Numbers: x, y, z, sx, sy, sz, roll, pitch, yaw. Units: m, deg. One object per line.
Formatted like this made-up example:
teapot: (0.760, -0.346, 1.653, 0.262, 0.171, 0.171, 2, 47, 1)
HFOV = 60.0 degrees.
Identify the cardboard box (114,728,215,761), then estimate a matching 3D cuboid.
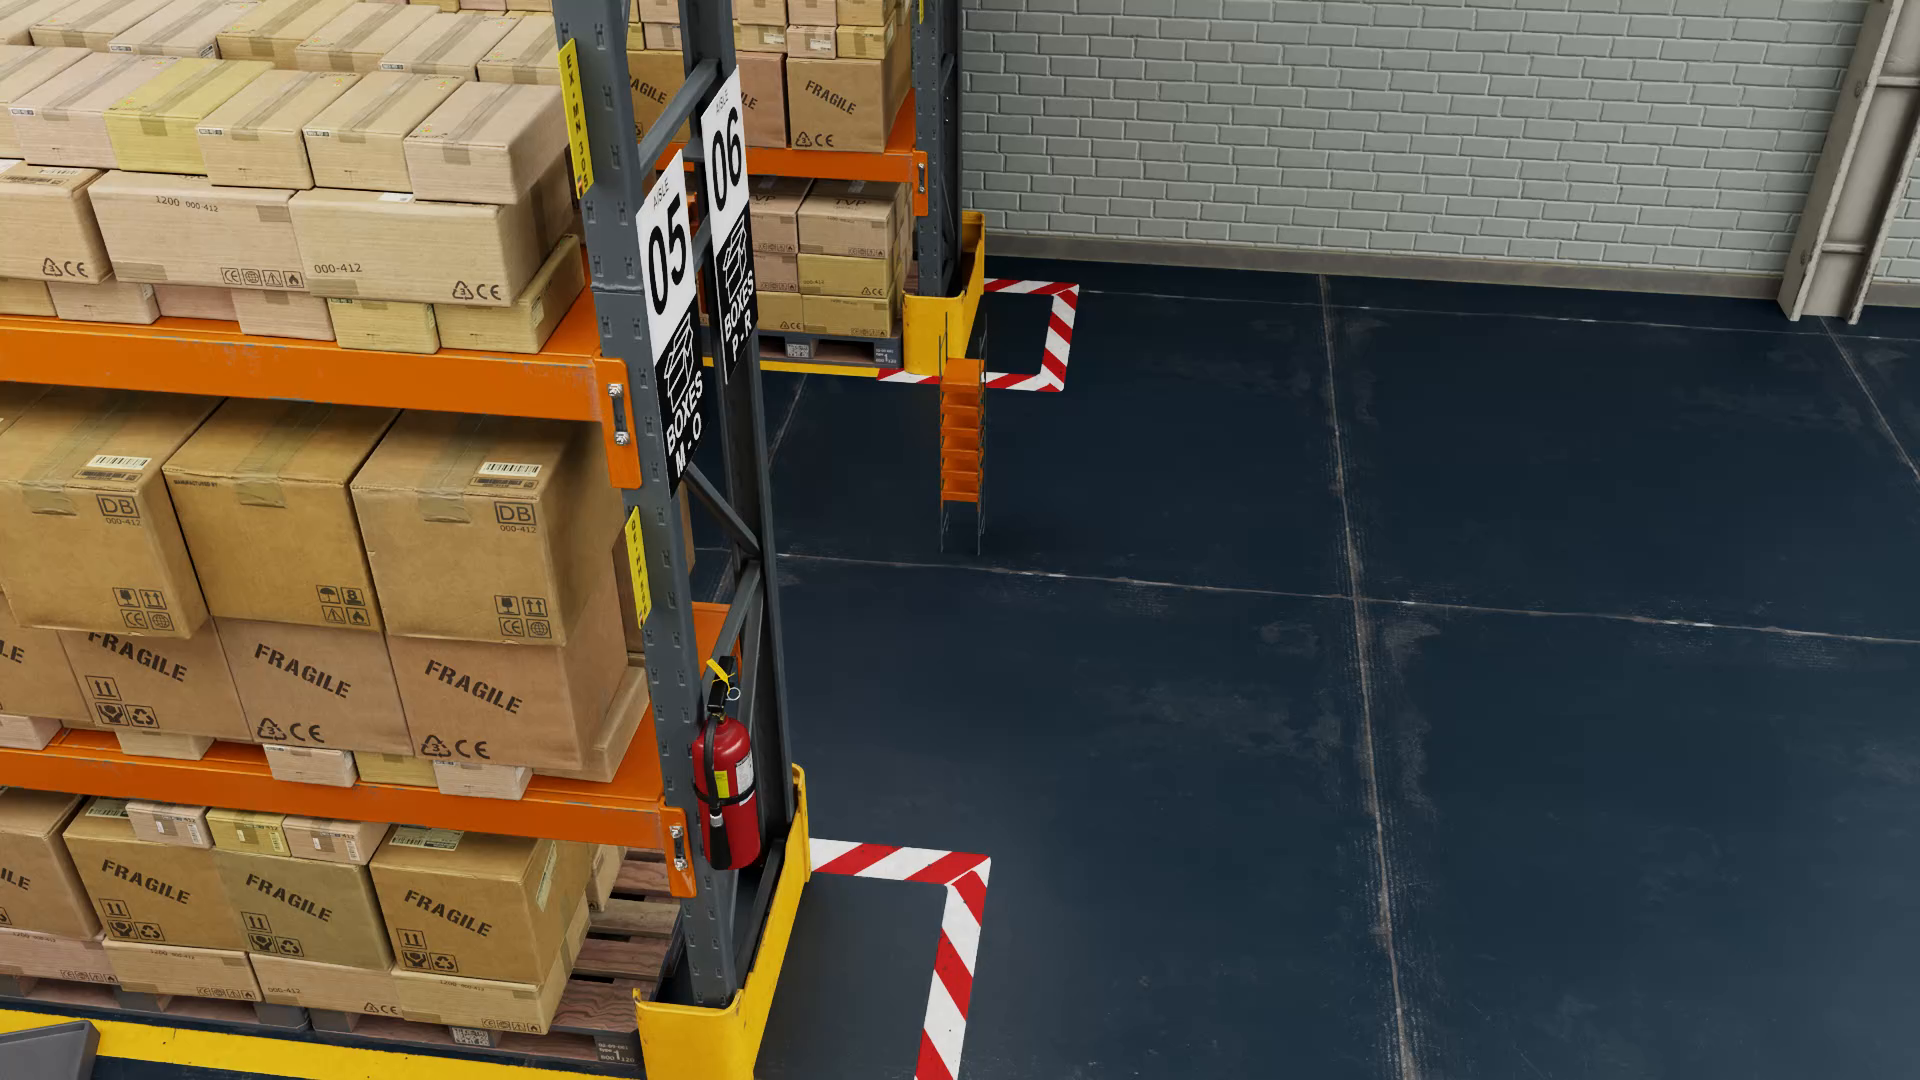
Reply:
cardboard box: (-2.415, 0.499, 5.185, 0.250, 0.149, 0.380, 4, 36, 5)

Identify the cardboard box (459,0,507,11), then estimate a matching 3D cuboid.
cardboard box: (-2.512, -2.983, 8.947, 0.250, 0.149, 0.380, 4, 36, 6)

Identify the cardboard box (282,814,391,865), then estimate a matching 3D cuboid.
cardboard box: (-1.940, 0.837, 5.297, 0.250, 0.149, 0.380, 5, 36, 7)

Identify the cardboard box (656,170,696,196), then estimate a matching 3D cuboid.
cardboard box: (-1.616, -1.884, 9.453, 0.500, 0.250, 0.500, 5, 36, 7)

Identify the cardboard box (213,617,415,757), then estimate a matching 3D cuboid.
cardboard box: (-1.809, 0.272, 4.944, 0.500, 0.500, 0.500, 4, 36, 6)

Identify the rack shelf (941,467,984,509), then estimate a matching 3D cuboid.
rack shelf: (0.014, -0.256, 8.065, 0.180, 0.103, 0.258, 4, 36, 6)

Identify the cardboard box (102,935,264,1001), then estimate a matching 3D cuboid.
cardboard box: (-2.608, 1.320, 5.824, 0.500, 0.250, 0.500, 3, 36, 4)

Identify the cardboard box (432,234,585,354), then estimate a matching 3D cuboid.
cardboard box: (-1.129, -0.629, 4.183, 0.250, 0.149, 0.380, 4, 36, 6)

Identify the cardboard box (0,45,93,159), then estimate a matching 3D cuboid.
cardboard box: (-2.362, -1.098, 4.154, 0.250, 0.149, 0.380, 3, 36, 5)

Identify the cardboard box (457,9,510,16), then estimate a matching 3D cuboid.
cardboard box: (-2.530, -2.819, 8.974, 0.250, 0.149, 0.380, 3, 36, 4)

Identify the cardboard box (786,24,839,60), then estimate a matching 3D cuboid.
cardboard box: (-0.748, -2.676, 8.773, 0.250, 0.149, 0.380, 5, 36, 7)

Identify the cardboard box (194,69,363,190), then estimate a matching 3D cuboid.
cardboard box: (-1.619, -0.993, 4.006, 0.250, 0.149, 0.380, 4, 36, 5)

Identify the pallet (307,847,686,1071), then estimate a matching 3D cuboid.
pallet: (-1.616, 1.404, 6.101, 1.213, 0.211, 1.003, 4, 36, 6)

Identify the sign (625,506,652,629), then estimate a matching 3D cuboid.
sign: (-0.830, 0.073, 4.296, 0.005, 0.325, 0.100, 4, 36, 6)

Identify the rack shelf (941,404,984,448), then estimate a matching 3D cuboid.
rack shelf: (0.014, -0.549, 7.856, 0.180, 0.103, 0.258, 4, 36, 6)

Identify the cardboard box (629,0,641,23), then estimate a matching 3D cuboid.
cardboard box: (-1.772, -2.873, 8.793, 0.250, 0.149, 0.380, 5, 36, 7)

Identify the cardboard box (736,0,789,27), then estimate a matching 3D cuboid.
cardboard box: (-1.005, -2.840, 8.747, 0.250, 0.149, 0.380, 5, 36, 7)

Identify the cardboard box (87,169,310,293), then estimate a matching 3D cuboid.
cardboard box: (-1.779, -0.854, 4.156, 0.500, 0.250, 0.500, 4, 36, 5)

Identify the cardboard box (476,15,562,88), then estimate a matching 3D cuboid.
cardboard box: (-1.066, -1.232, 4.342, 0.250, 0.149, 0.380, 4, 36, 6)

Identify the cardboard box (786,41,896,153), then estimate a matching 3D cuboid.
cardboard box: (-0.633, -2.431, 8.988, 0.500, 0.500, 0.500, 4, 36, 5)

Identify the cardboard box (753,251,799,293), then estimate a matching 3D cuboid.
cardboard box: (-1.130, -1.660, 9.568, 0.500, 0.250, 0.500, 4, 36, 5)

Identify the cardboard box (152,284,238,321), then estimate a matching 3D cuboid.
cardboard box: (-1.882, -0.725, 4.318, 0.250, 0.149, 0.380, 5, 36, 6)

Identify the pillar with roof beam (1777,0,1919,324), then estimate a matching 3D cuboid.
pillar with roof beam: (4.716, -2.593, 4.138, 0.400, 9.000, 9.100, 4, 36, 6)

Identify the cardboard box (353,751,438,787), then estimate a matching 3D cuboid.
cardboard box: (-1.655, 0.567, 5.090, 0.250, 0.149, 0.380, 4, 36, 5)

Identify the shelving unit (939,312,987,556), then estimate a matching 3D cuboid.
shelving unit: (0.014, -0.487, 7.900, 0.189, 1.200, 0.258, 4, 36, 6)

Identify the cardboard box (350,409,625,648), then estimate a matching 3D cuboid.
cardboard box: (-1.274, -0.126, 4.641, 0.500, 0.500, 0.700, 3, 36, 5)

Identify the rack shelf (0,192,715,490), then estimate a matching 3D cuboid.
rack shelf: (-2.723, -0.721, 4.715, 4.000, 0.370, 1.077, 4, 36, 6)

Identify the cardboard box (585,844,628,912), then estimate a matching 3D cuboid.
cardboard box: (-1.504, 1.084, 6.154, 0.500, 0.250, 0.500, 4, 36, 6)

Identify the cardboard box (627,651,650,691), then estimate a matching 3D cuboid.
cardboard box: (-1.050, 0.313, 5.446, 0.250, 0.149, 0.380, 4, 36, 6)

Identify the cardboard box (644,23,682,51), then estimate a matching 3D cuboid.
cardboard box: (-1.513, -2.748, 8.874, 0.250, 0.149, 0.380, 3, 36, 4)

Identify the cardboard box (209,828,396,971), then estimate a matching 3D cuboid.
cardboard box: (-2.085, 1.052, 5.553, 0.500, 0.500, 0.500, 6, 36, 8)

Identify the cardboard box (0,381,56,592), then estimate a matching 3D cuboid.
cardboard box: (-2.771, -0.263, 4.833, 0.500, 0.500, 0.700, 4, 36, 6)

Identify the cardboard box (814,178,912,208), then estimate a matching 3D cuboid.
cardboard box: (-0.564, -2.109, 9.767, 0.500, 0.250, 0.500, 4, 36, 5)

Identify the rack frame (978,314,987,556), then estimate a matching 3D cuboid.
rack frame: (0.105, -0.481, 7.890, 0.006, 1.200, 0.240, 4, 36, 6)

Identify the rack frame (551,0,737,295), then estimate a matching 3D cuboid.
rack frame: (-0.740, -2.087, 3.428, 0.127, 3.000, 1.000, 4, 36, 6)

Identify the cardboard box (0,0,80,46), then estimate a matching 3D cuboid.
cardboard box: (-2.571, -1.363, 4.525, 0.250, 0.149, 0.380, 5, 36, 7)

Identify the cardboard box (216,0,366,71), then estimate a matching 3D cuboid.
cardboard box: (-1.798, -1.357, 4.517, 0.250, 0.149, 0.380, 4, 36, 6)

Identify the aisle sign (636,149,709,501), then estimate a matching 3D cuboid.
aisle sign: (-0.715, -0.531, 4.175, 0.004, 0.787, 0.394, 4, 36, 6)

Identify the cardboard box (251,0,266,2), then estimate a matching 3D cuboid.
cardboard box: (-3.800, -3.032, 9.016, 0.250, 0.149, 0.380, 5, 36, 7)

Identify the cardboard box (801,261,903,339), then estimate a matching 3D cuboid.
cardboard box: (-0.617, -1.410, 9.648, 0.500, 0.250, 0.500, 5, 36, 6)
